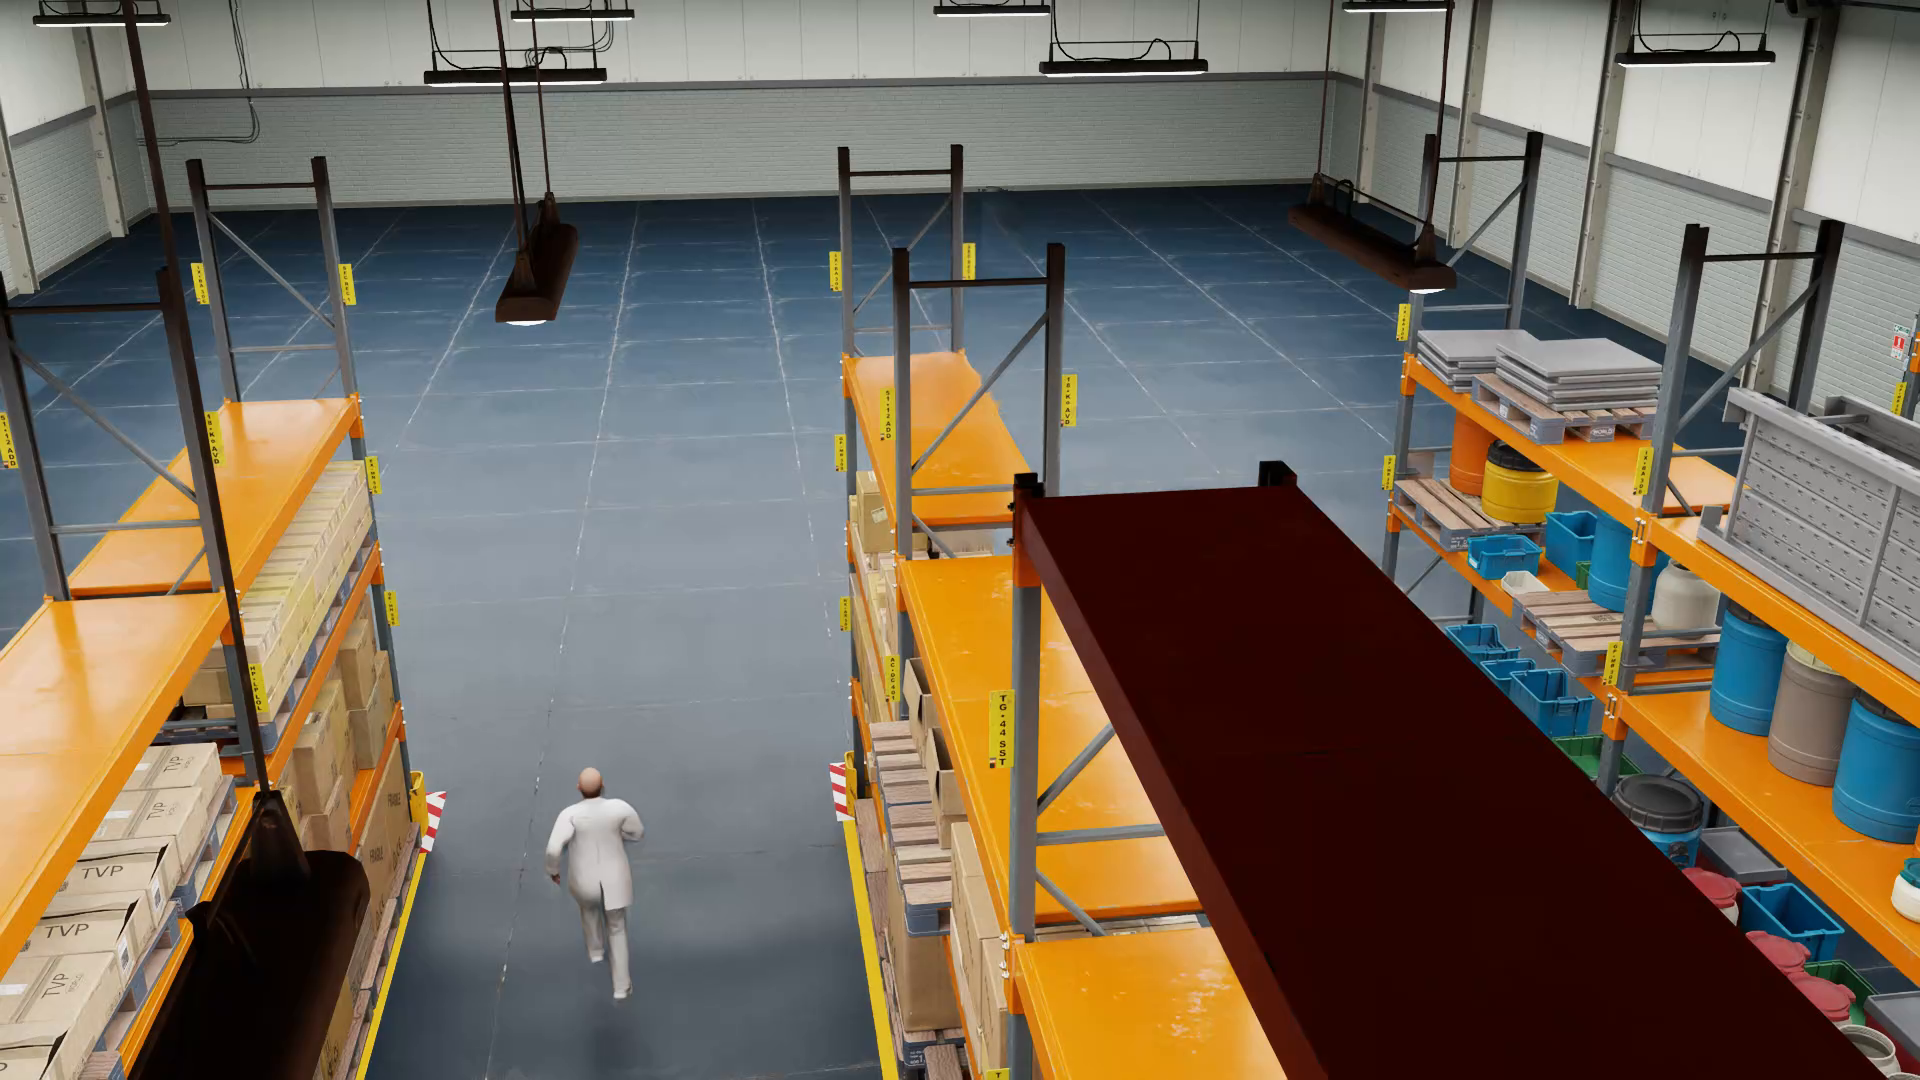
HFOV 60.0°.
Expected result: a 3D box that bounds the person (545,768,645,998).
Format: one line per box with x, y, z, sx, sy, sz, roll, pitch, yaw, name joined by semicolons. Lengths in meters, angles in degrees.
-2.668;2.619;12.311;0.738;1.589;0.885;-6;22;-14;person
